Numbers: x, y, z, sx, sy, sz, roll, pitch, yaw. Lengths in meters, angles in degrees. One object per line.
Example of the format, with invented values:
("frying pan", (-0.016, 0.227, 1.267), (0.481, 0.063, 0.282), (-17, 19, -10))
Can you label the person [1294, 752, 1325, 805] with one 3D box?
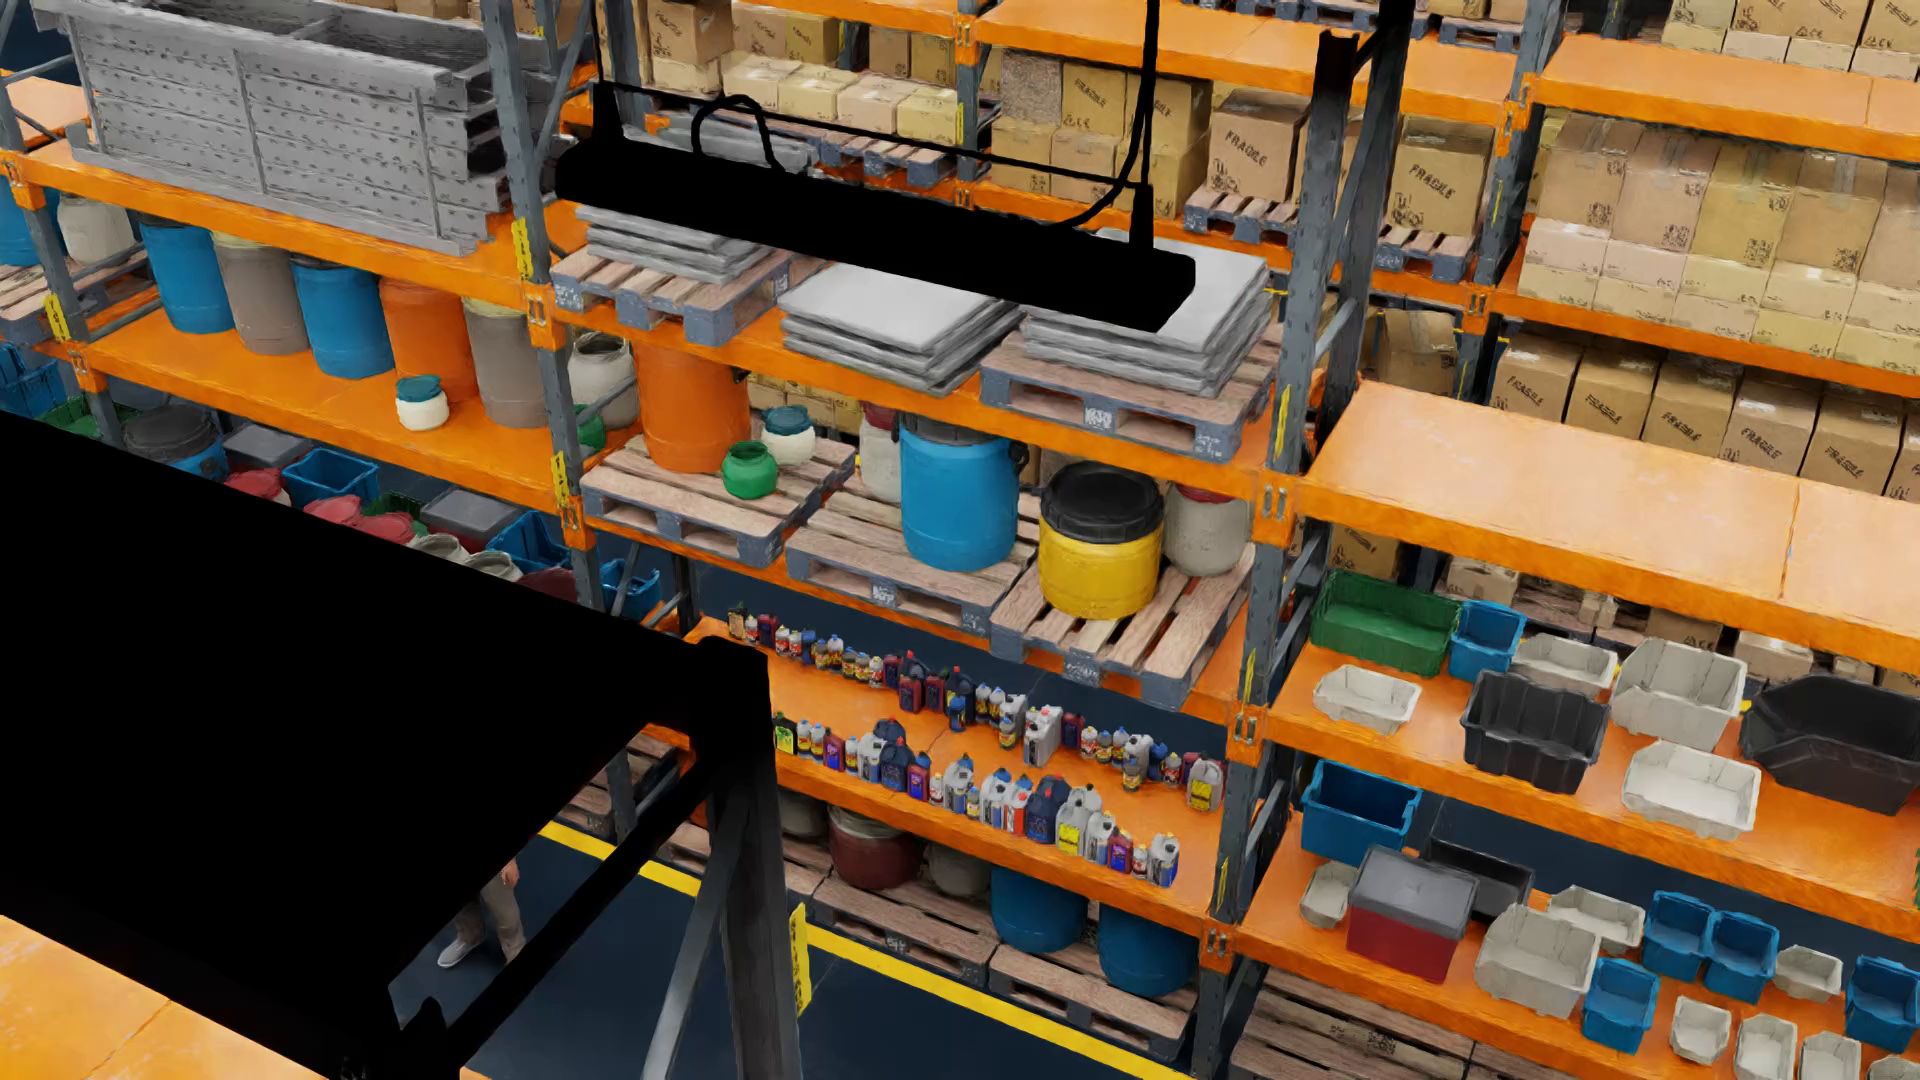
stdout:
("person", (2.619, 1.004, 10.865), (0.651, 1.773, 0.678), (-29, 44, -34))

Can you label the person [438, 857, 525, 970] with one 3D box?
("person", (-2.878, 1.885, 9.655), (0.625, 1.738, 0.476), (2, 35, 3))
